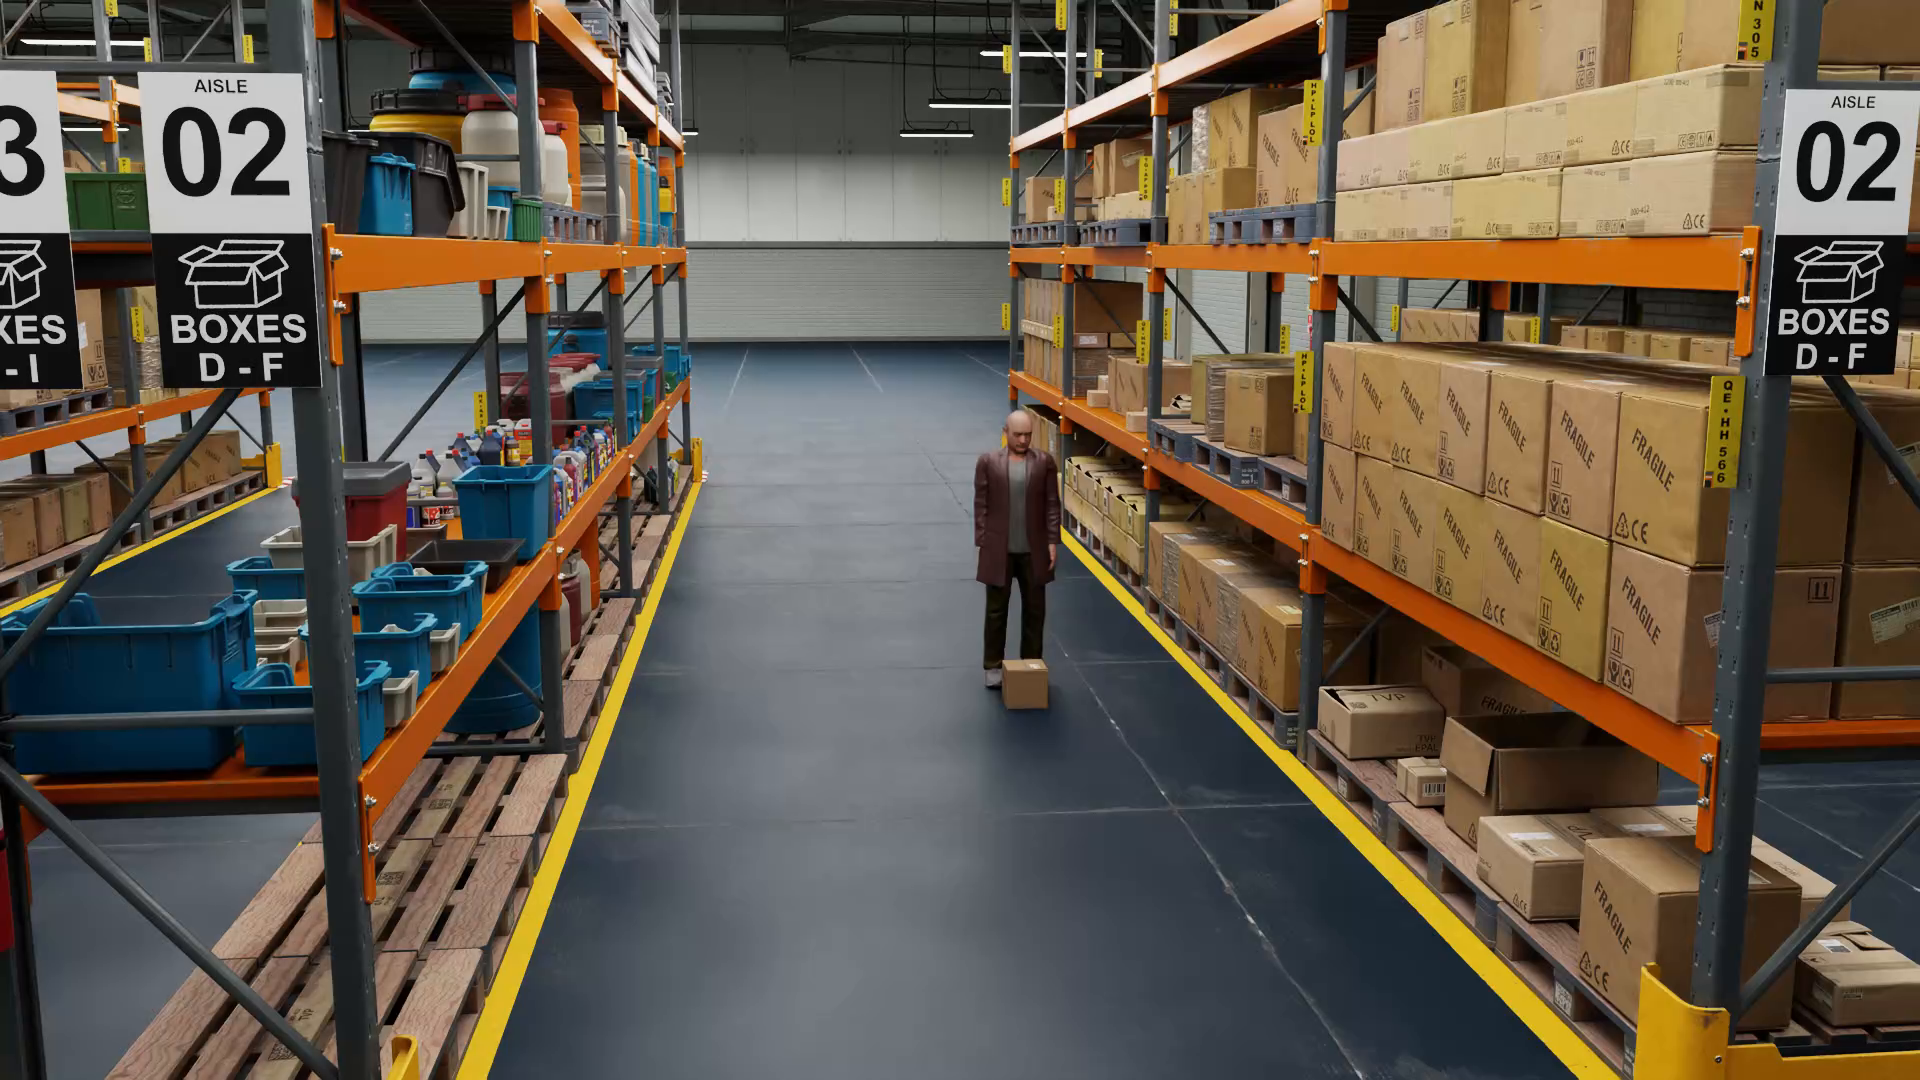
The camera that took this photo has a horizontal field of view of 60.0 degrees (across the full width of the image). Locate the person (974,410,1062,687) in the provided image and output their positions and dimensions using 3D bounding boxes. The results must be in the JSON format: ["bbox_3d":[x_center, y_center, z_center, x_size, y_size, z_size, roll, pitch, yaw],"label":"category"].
[{"bbox_3d":[0.373,0.054,10.654,0.562,1.773,0.377,-1,10,-5],"label":"person"}]
